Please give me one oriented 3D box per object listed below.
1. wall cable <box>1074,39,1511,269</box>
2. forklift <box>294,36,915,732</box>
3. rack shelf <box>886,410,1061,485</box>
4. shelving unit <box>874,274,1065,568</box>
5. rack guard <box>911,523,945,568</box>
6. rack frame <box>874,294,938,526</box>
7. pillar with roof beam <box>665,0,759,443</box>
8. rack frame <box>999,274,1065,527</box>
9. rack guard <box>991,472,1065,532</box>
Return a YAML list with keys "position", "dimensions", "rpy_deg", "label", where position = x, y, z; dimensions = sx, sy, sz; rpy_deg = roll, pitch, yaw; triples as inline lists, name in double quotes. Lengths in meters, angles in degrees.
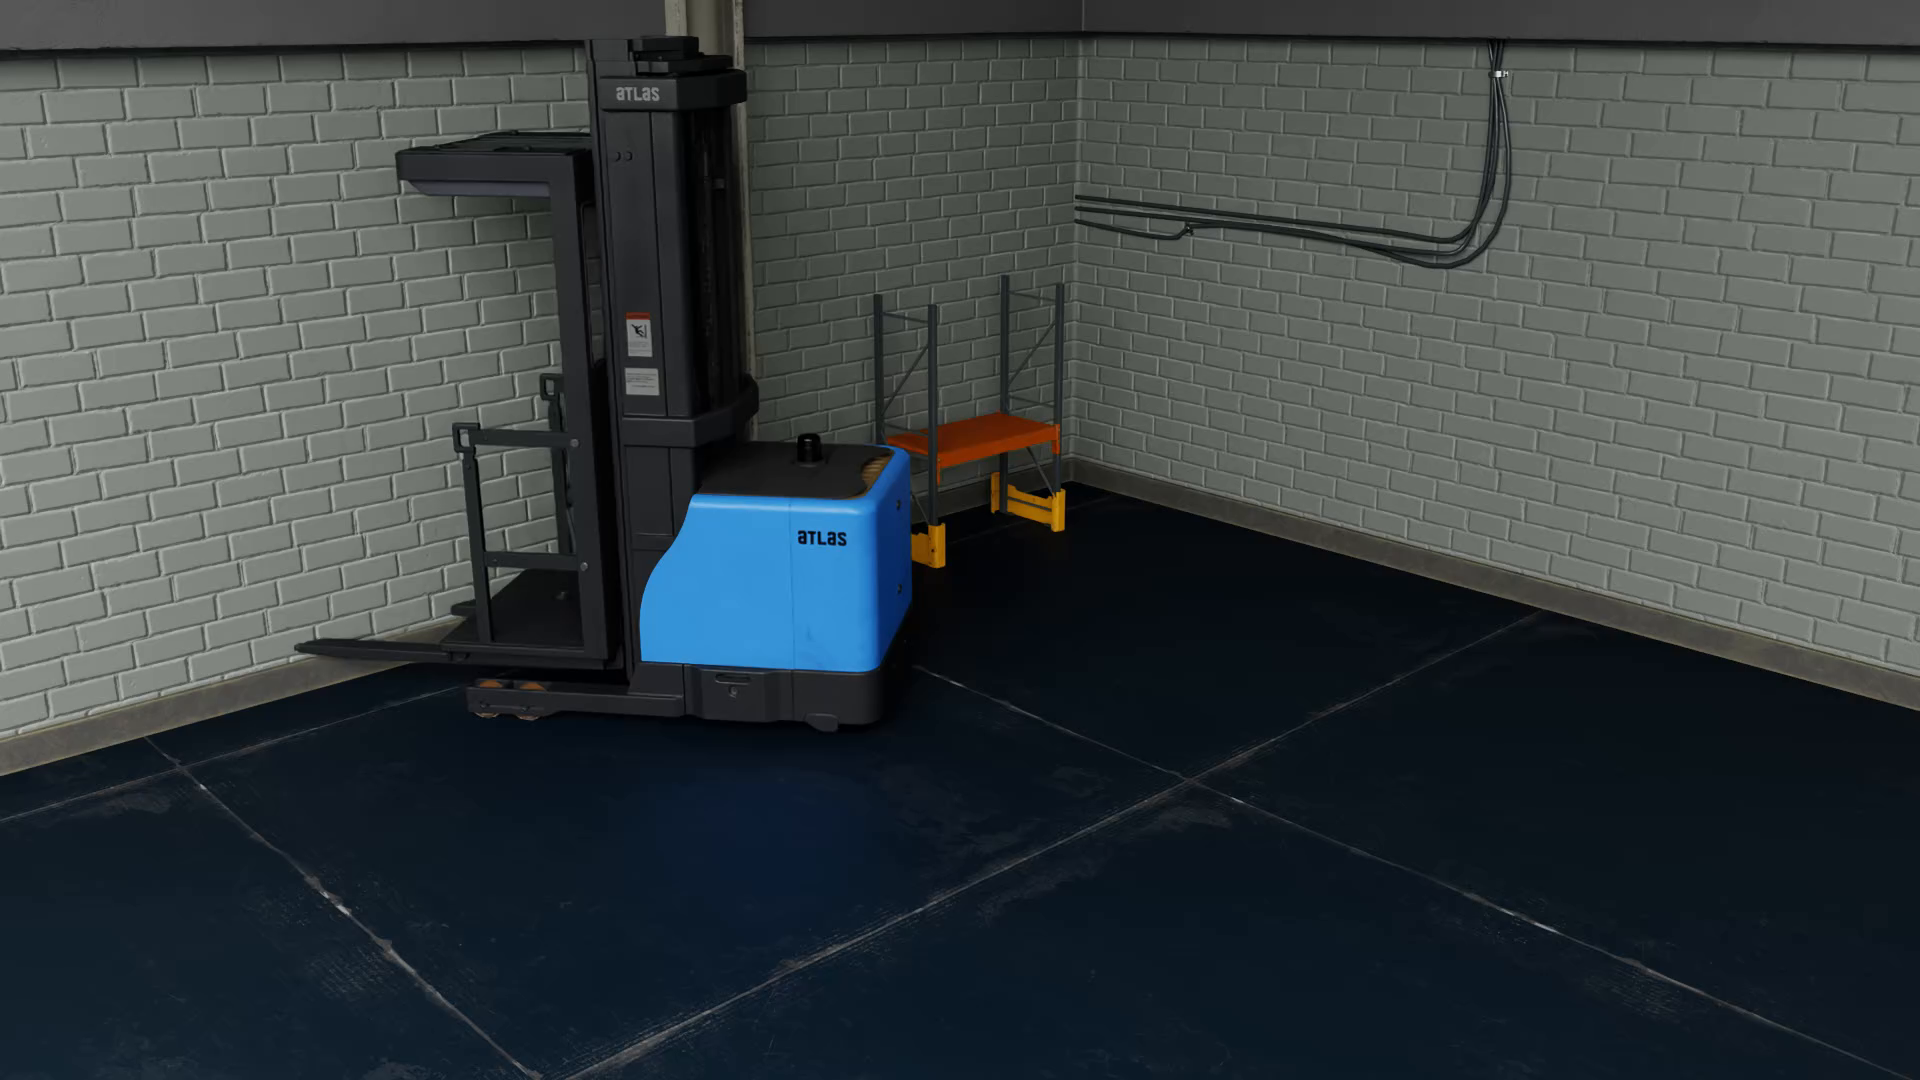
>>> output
- position: [1.722, -2.876, 9.299]
  dimensions: [0.112, 2.526, 3.097]
  rpy_deg: [-16, 24, -41]
  label: "wall cable"
- position: [-1.781, -0.739, 7.513]
  dimensions: [3.031, 2.935, 1.130]
  rpy_deg: [2, 18, 8]
  label: "forklift"
- position: [0.062, -0.560, 9.865]
  dimensions: [1.000, 0.185, 0.538]
  rpy_deg: [-16, 24, -41]
  label: "rack shelf"
- position: [0.055, -0.730, 9.803]
  dimensions: [1.083, 1.500, 0.587]
  rpy_deg: [-16, 24, -41]
  label: "shelving unit"
- position: [-0.306, -0.030, 9.670]
  dimensions: [0.087, 0.250, 0.587]
  rpy_deg: [-16, 24, -41]
  label: "rack guard"
- position: [-0.307, -0.624, 9.477]
  dimensions: [0.032, 1.500, 0.500]
  rpy_deg: [-16, 24, -41]
  label: "rack frame"
- position: [1.631, -3.060, 4.834]
  dimensions: [0.400, 9.000, 9.100]
  rpy_deg: [-16, 24, -41]
  label: "pillar with roof beam"
- position: [0.431, -0.839, 10.141]
  dimensions: [0.032, 1.500, 0.500]
  rpy_deg: [-16, 24, -41]
  label: "rack frame"
- position: [0.417, -0.241, 10.321]
  dimensions: [0.087, 0.250, 0.587]
  rpy_deg: [-16, 24, -41]
  label: "rack guard"
